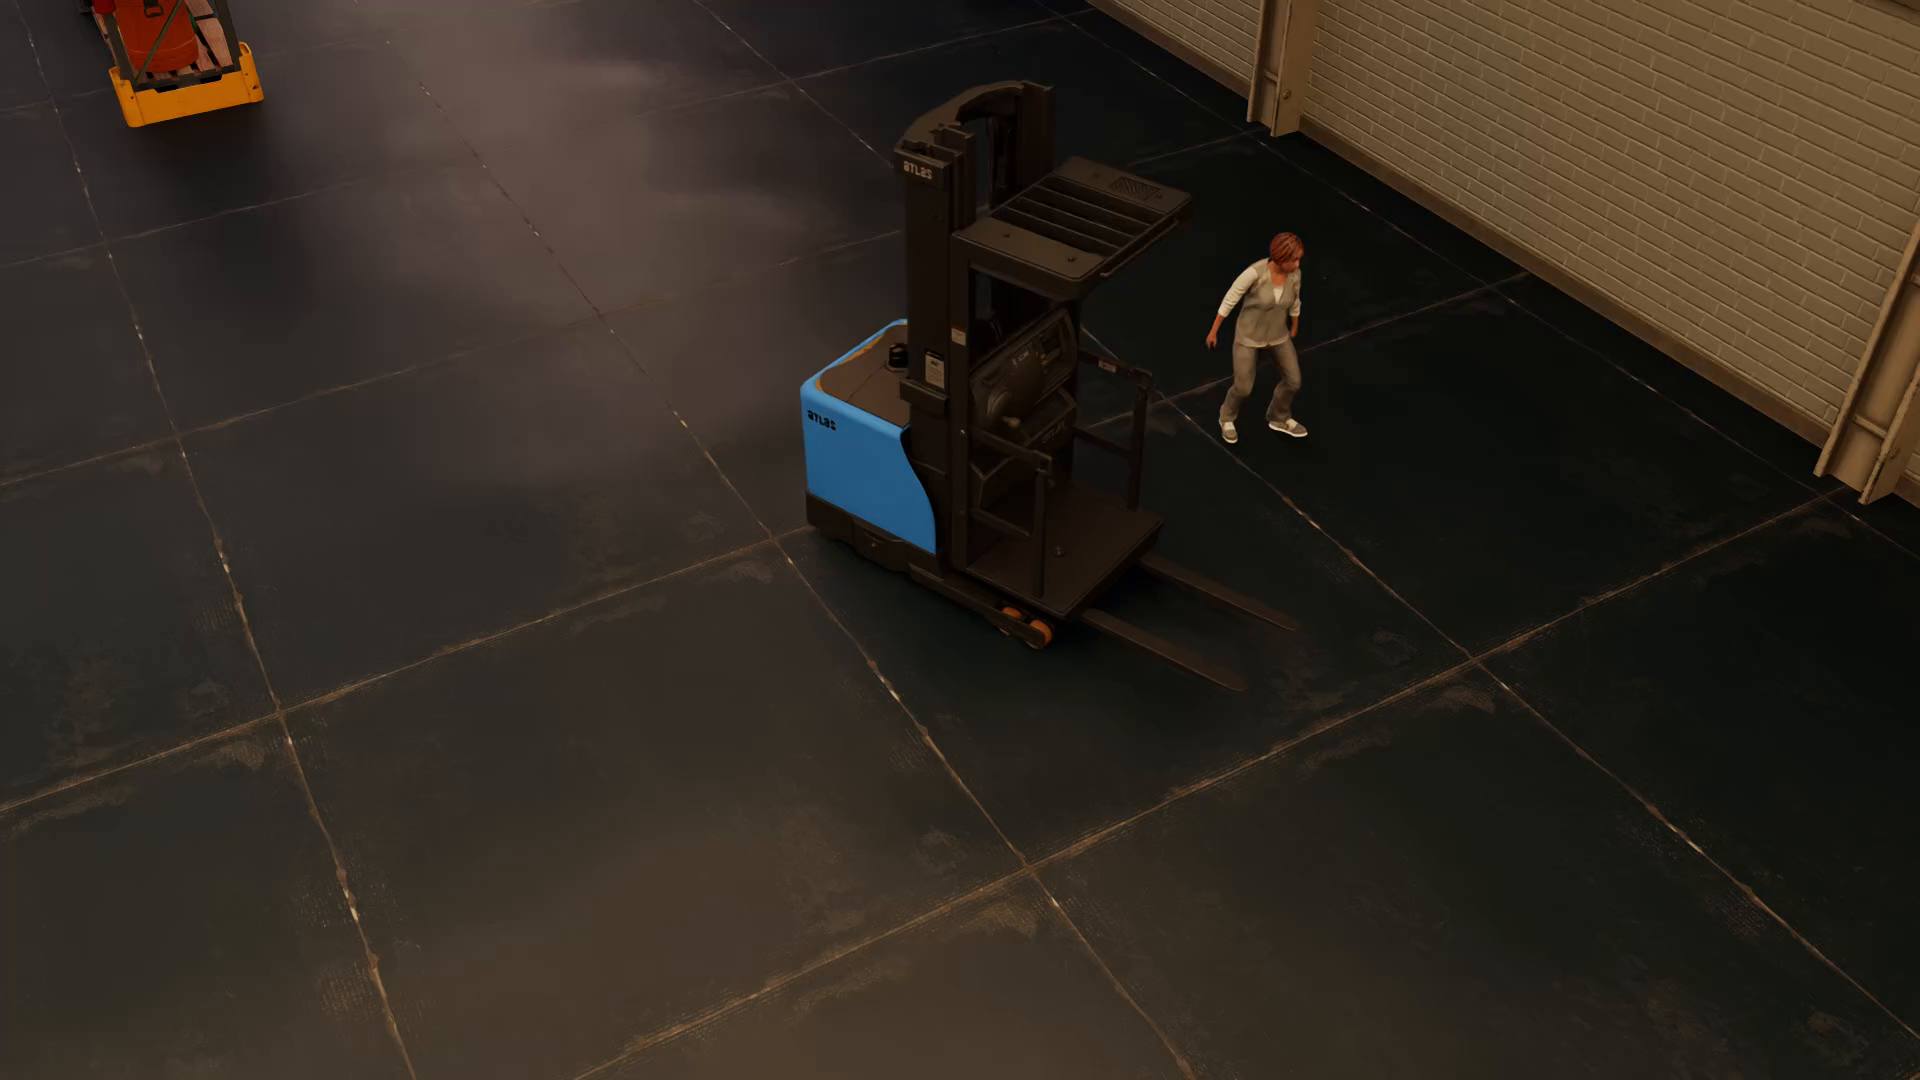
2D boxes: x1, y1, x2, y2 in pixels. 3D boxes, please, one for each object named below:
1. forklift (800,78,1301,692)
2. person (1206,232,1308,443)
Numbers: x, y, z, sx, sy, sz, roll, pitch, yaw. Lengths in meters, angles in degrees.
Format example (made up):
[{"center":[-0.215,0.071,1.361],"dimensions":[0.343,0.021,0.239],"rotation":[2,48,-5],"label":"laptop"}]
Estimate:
[{"center":[0.523,-0.887,9.105],"dimensions":[3.031,2.935,1.130],"rotation":[26,46,28],"label":"forklift"},{"center":[1.939,-1.298,10.651],"dimensions":[0.729,1.548,0.397],"rotation":[-8,40,-10],"label":"person"}]
